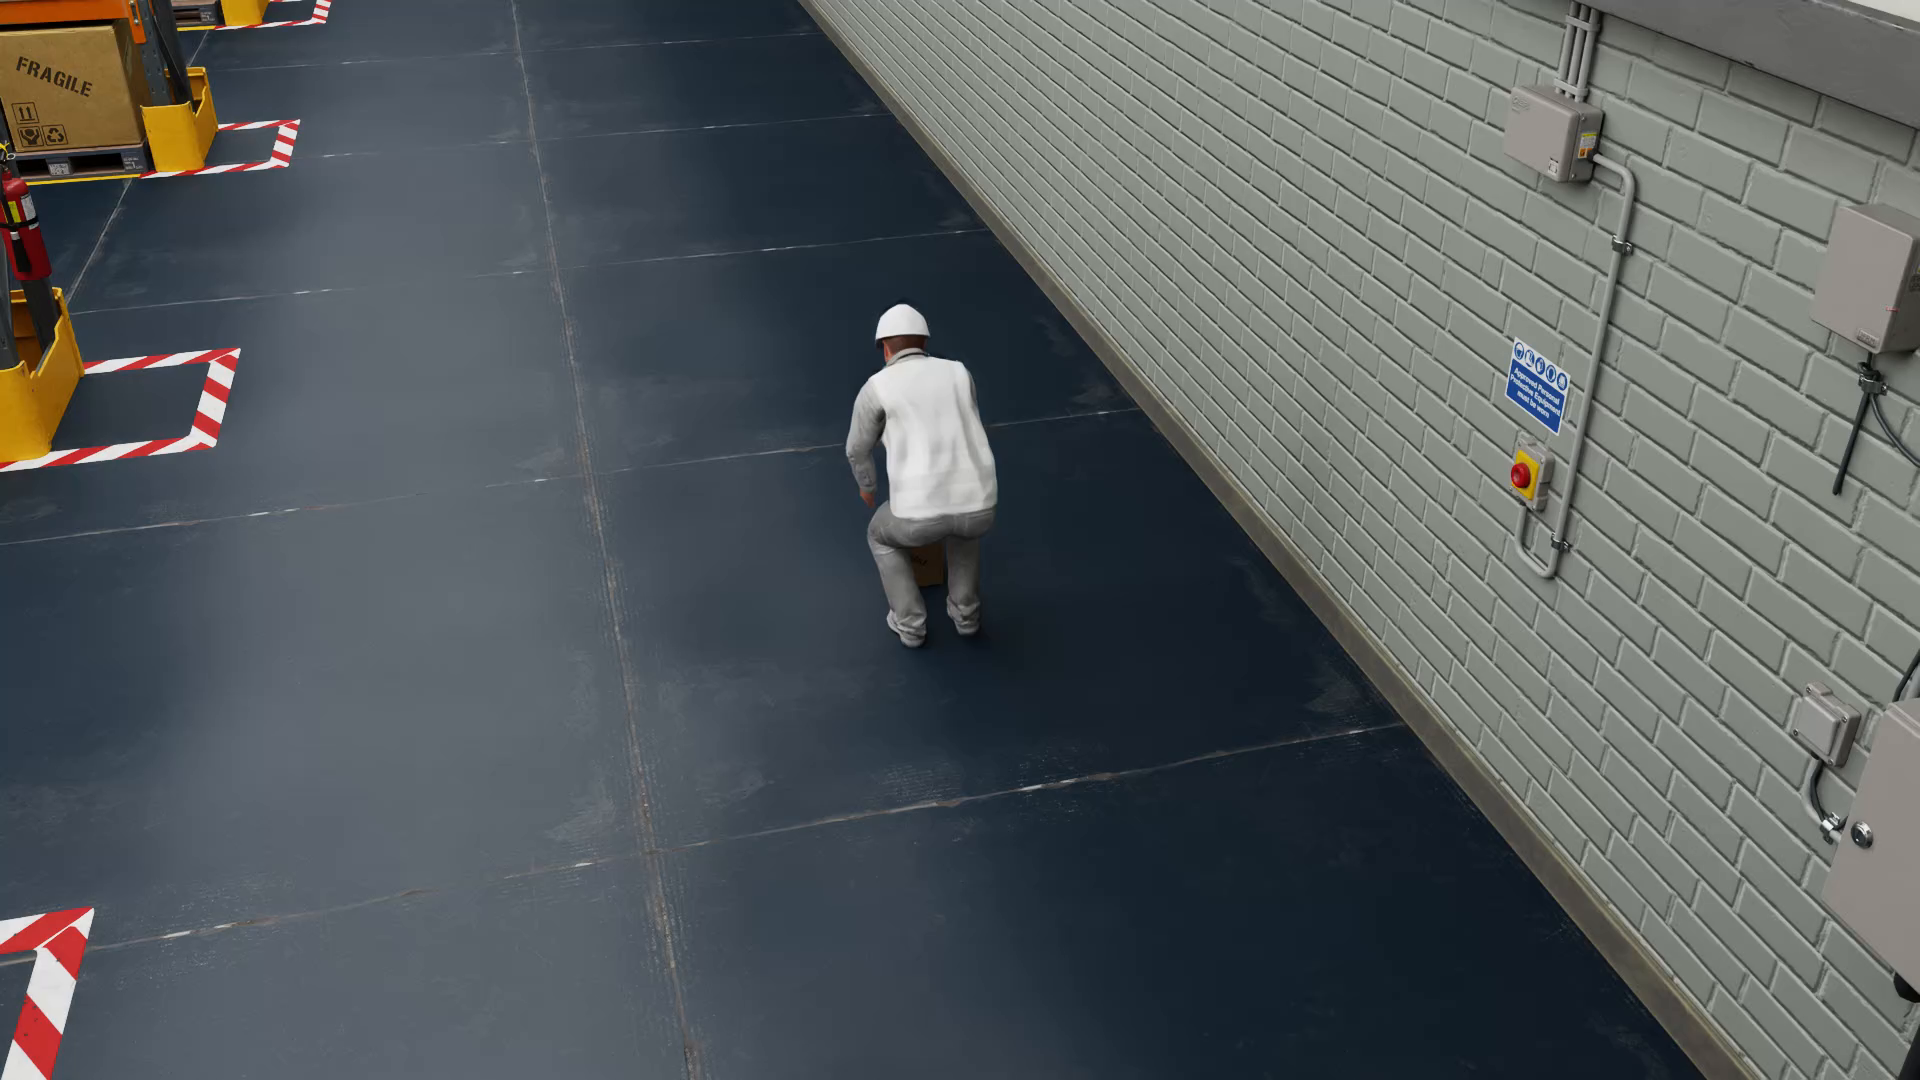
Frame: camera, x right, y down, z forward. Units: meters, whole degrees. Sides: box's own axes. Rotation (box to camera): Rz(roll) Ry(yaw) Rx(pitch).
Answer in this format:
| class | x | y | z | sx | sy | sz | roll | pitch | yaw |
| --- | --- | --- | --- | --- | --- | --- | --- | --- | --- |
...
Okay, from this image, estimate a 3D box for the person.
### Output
| class | x | y | z | sx | sy | sz | roll | pitch | yaw |
| --- | --- | --- | --- | --- | --- | --- | --- | --- | --- |
| person | -0.162 | -0.238 | 6.931 | 0.589 | 1.360 | 0.799 | -8 | 31 | -13 |
